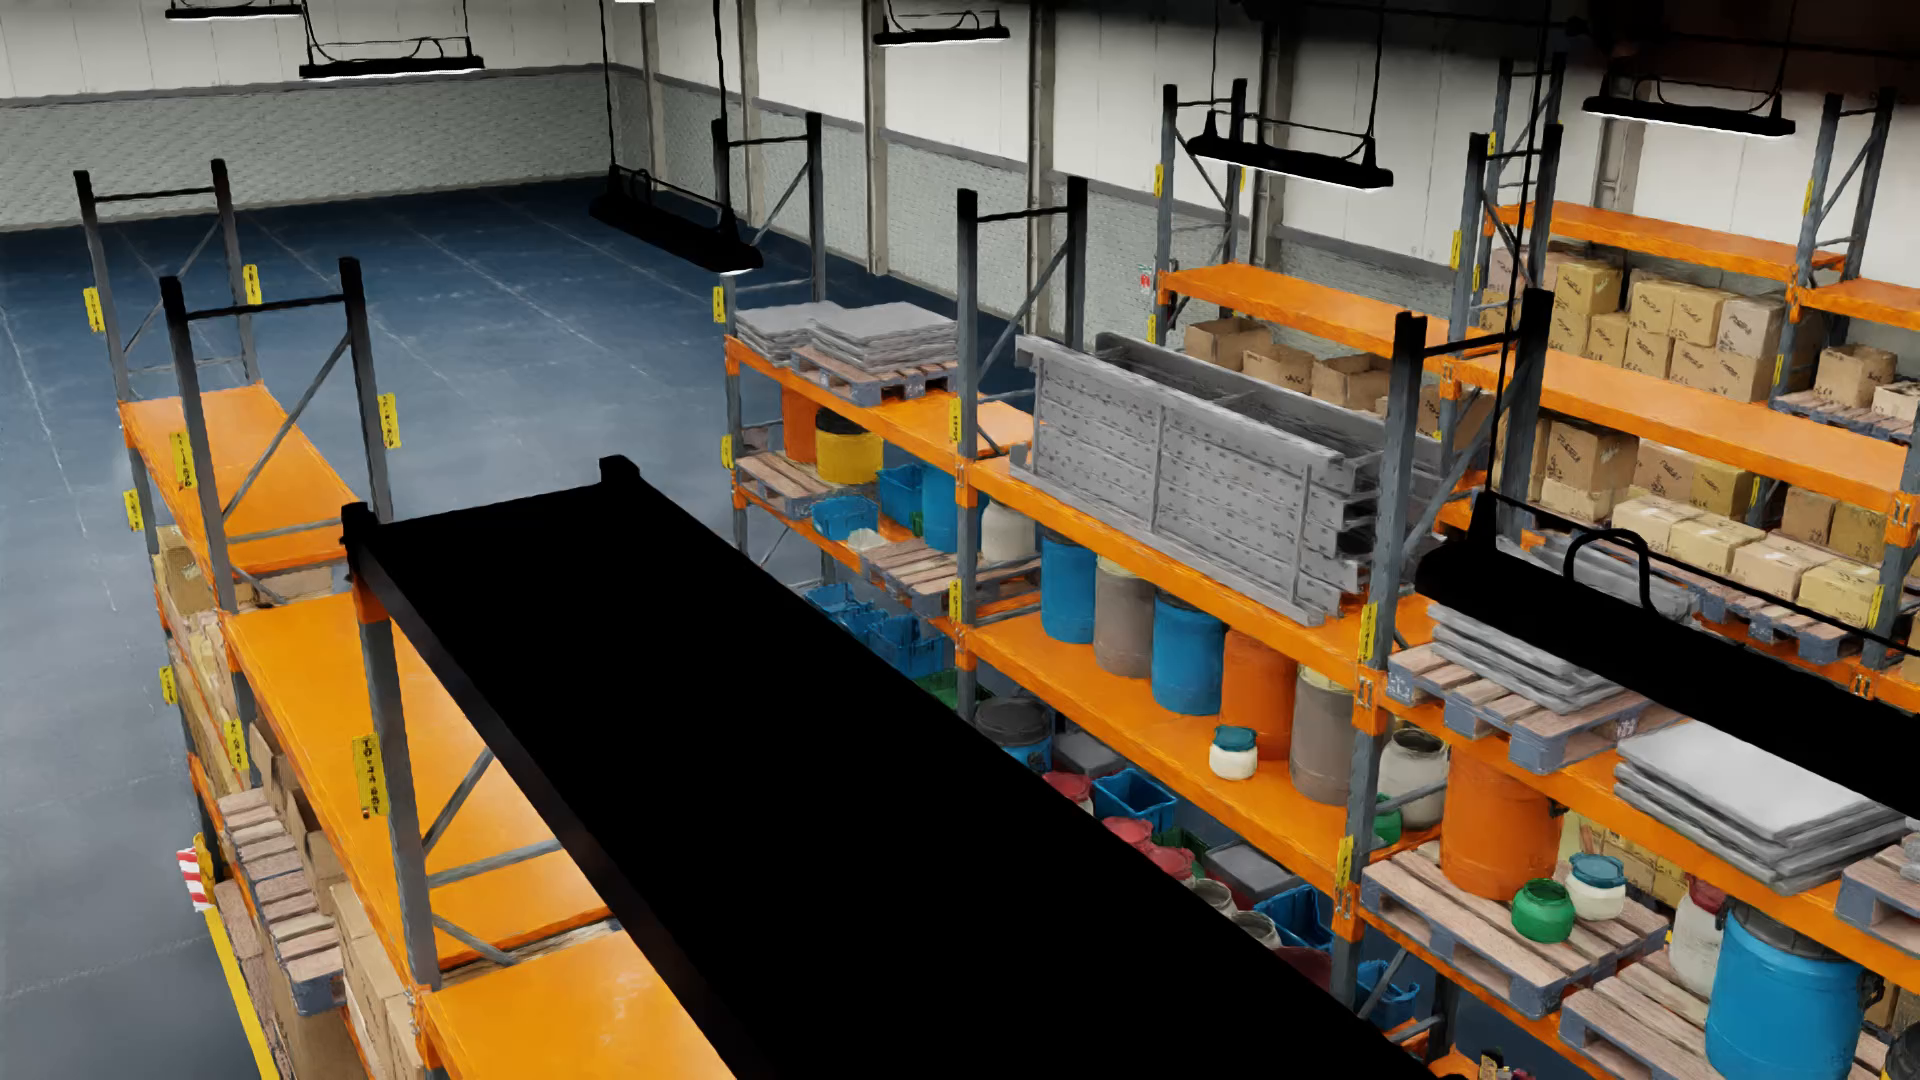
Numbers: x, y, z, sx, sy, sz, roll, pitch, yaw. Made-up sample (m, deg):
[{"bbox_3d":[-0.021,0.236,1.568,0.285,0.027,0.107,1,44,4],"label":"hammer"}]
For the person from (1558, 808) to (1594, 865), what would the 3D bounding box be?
[{"bbox_3d":[4.636,2.491,13.007,0.456,1.612,1.019,-14,26,-31],"label":"person"}]
